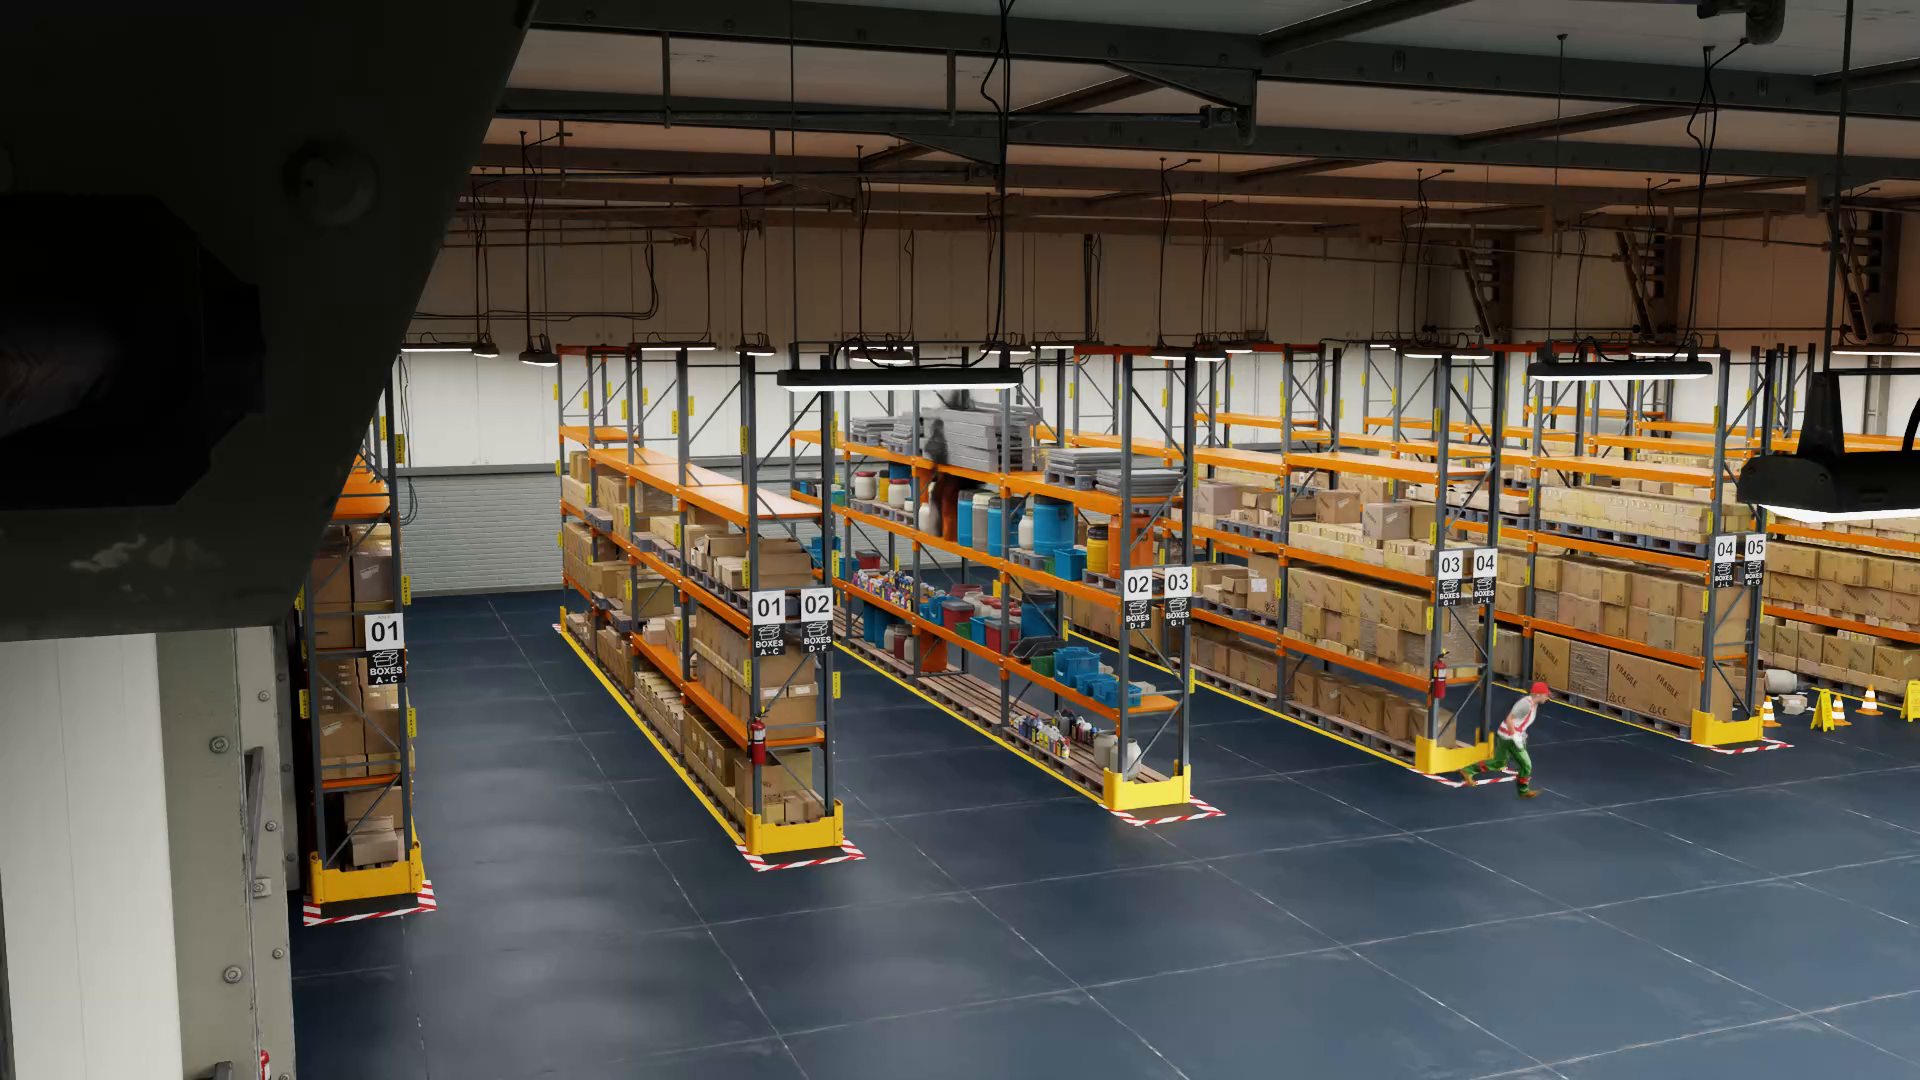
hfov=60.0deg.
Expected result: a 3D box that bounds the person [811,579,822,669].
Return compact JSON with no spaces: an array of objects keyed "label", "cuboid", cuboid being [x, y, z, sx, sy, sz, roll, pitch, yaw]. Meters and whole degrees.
[{"label":"person","cuboid":[-2.793,1.538,31.355,0.600,1.678,0.843,-3,8,-23]}]

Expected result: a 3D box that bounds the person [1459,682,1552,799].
[{"label":"person","cuboid":[7.389,2.695,22.542,1.154,1.629,0.649,4,8,27]}]
